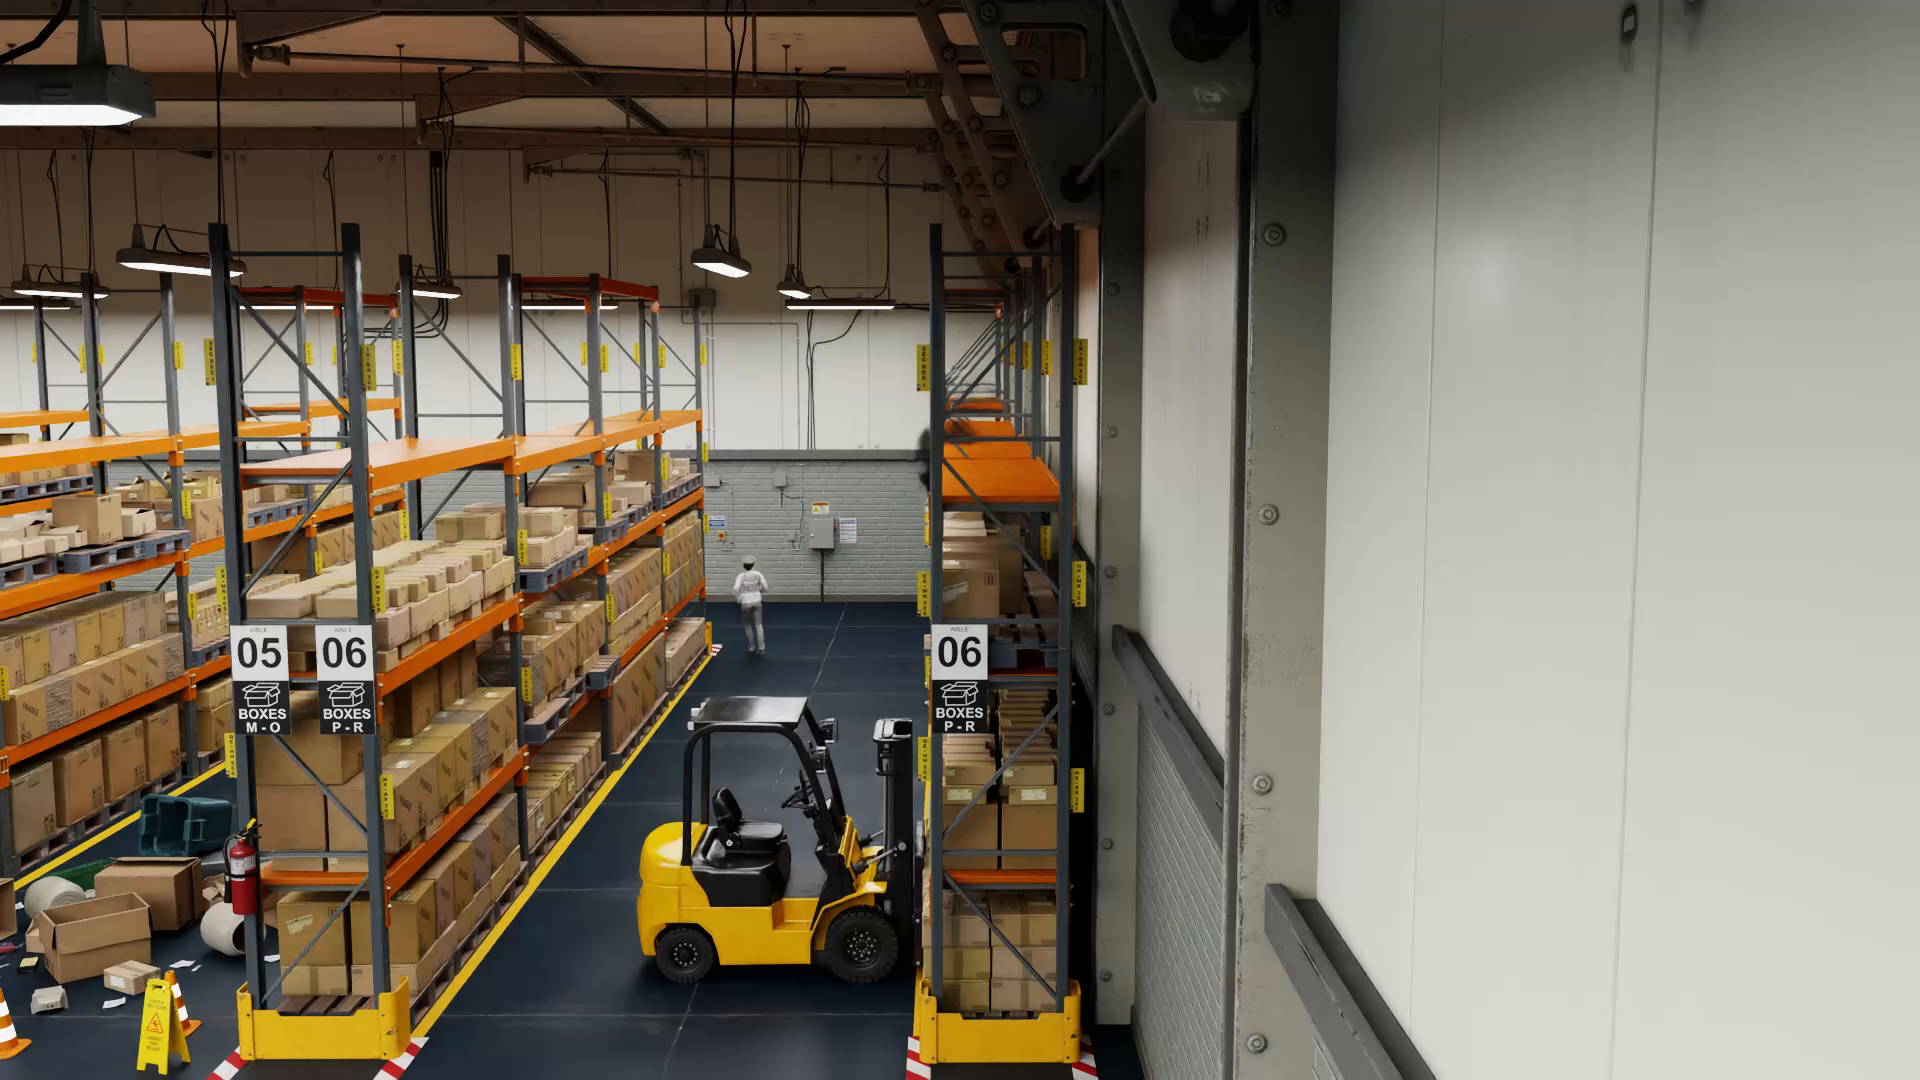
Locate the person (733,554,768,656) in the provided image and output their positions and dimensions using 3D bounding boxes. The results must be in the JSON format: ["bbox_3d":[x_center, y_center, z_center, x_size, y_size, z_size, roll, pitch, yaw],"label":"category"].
[{"bbox_3d":[-3.481,1.105,27.615,0.621,1.706,0.815,-2,7,-15],"label":"person"}]
